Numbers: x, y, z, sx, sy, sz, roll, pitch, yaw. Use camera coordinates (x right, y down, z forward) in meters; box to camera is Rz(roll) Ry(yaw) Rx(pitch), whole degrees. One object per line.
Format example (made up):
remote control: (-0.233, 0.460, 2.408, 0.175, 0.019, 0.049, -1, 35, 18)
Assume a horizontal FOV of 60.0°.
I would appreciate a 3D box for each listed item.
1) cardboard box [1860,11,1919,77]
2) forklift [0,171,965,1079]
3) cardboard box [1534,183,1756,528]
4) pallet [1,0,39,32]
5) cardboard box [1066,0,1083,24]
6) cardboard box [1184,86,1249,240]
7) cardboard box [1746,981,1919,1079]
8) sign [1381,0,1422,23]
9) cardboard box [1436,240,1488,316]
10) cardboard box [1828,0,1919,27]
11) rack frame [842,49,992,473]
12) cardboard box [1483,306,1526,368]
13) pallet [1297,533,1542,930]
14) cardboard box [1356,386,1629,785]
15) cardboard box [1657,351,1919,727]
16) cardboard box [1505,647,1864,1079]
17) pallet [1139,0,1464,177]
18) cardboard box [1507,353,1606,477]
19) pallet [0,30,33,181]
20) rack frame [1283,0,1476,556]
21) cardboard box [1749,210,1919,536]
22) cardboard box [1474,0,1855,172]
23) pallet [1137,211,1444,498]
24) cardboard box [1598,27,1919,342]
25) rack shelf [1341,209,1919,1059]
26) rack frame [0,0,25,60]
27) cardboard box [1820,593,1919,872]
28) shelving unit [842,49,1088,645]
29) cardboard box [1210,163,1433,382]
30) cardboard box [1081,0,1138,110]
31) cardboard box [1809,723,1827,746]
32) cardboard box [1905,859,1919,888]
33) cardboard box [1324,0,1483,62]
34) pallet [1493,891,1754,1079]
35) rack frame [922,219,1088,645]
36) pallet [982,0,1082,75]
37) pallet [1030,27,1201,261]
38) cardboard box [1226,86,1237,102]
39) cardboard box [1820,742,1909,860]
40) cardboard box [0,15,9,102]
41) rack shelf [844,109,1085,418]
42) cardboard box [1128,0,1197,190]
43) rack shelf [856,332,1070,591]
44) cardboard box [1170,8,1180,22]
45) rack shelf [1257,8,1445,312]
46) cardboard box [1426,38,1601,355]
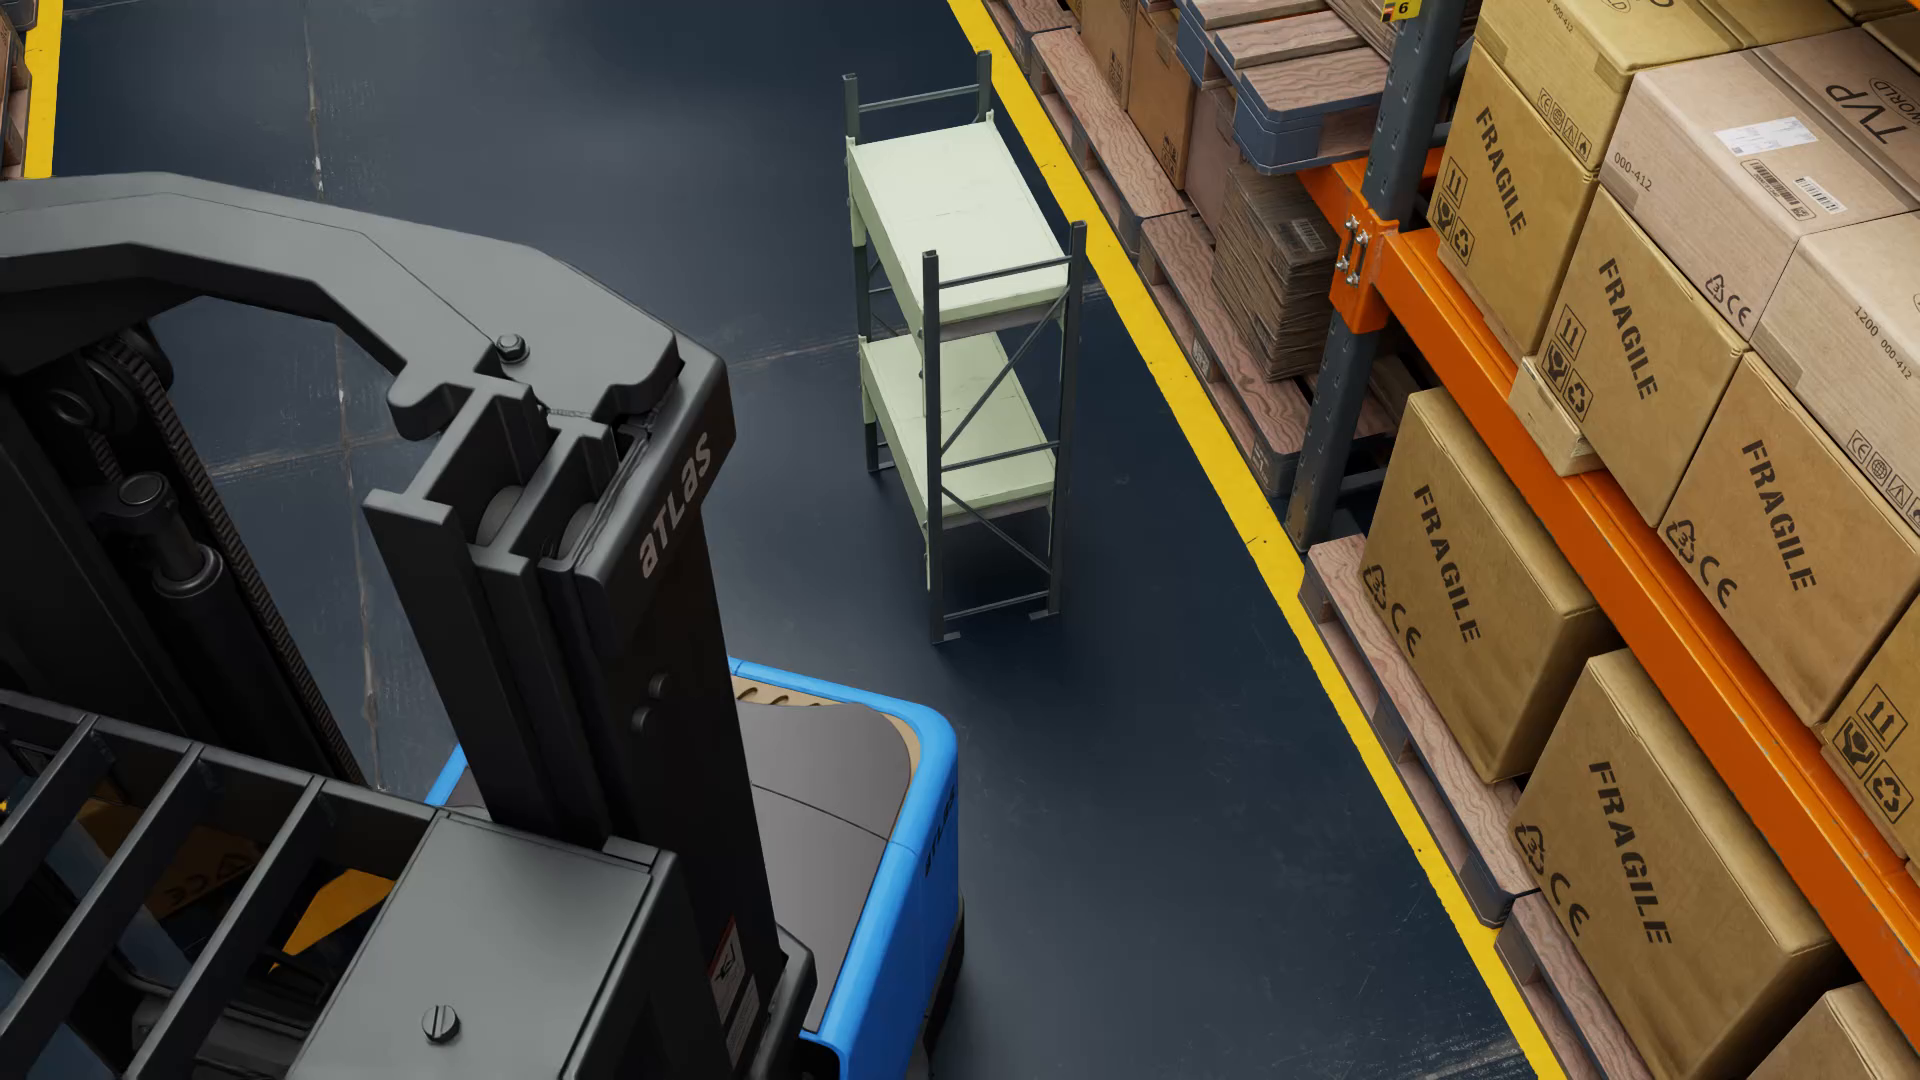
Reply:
cardboard box: (2.054, -0.802, 3.200, 0.500, 0.250, 0.500, -15, 51, -12)
forklift: (-0.898, 1.093, 2.412, 1.130, 2.935, 3.031, 13, 51, 11)
cardboard box: (1.568, -0.414, 3.364, 0.500, 0.500, 0.500, -12, 51, -10)
pallet: (-4.587, -2.567, 7.276, 1.003, 0.211, 1.213, -13, 51, -11)
cardboard box: (0.774, -2.435, 6.688, 0.700, 0.500, 0.500, -14, 51, -12)
cardboard box: (1.219, -1.330, 5.756, 0.700, 0.500, 0.500, -13, 51, -11)
cardboard box: (2.123, 1.308, 3.317, 0.750, 0.750, 0.750, -12, 51, -10)
sign: (1.007, -1.295, 3.674, 0.100, 0.325, 0.005, -13, 51, -11)
cardboard box: (1.399, -0.710, 4.038, 0.380, 0.149, 0.250, -14, 51, -12)
cardboard box: (1.904, -1.181, 3.520, 0.500, 0.250, 0.500, -12, 51, -10)
rack frame: (-0.110, -0.756, 4.906, 0.400, 1.500, 0.023, -13, 51, -11)
cardboard box: (1.465, -0.524, 3.881, 0.380, 0.149, 0.250, -13, 51, -10)
pallet: (1.684, 0.415, 4.762, 1.003, 0.211, 1.213, -13, 51, -11)
cardboard box: (1.615, 0.047, 4.380, 0.750, 0.750, 0.750, -14, 51, -11)
cardboard box: (1.713, -0.052, 3.059, 0.500, 0.500, 0.500, -14, 51, -11)
cardboard box: (1.868, 0.688, 3.839, 0.750, 0.750, 0.750, -14, 51, -11)
pallet: (1.210, -1.512, 4.688, 1.213, 0.211, 1.003, -13, 51, -11)
cardboard box: (1.463, -0.311, 3.701, 0.380, 0.149, 0.250, -12, 51, -10)
pallet: (-4.136, -1.448, 6.332, 1.003, 0.211, 1.213, -13, 51, -11)
rack frame: (1.523, -1.077, 4.196, 1.000, 3.000, 0.127, -13, 51, -11)
cardboard box: (1.722, -0.307, 2.783, 0.500, 0.250, 0.500, -13, 51, -11)
cardboard box: (1.419, -1.042, 3.403, 0.500, 0.250, 0.500, -12, 51, -10)
pallet: (1.293, -0.749, 5.744, 1.003, 0.211, 1.213, -13, 51, -11)
cardboard box: (1.570, -0.671, 3.090, 0.500, 0.250, 0.500, -14, 51, -11)
rack shelf: (2.114, 0.616, 3.240, 1.077, 0.370, 4.000, -13, 51, -11)
rack frame: (-4.391, -2.876, 5.712, 1.000, 3.000, 0.127, -13, 51, -11)
cardboard box: (1.875, 0.327, 2.740, 0.500, 0.500, 0.500, -12, 51, -10)
shelving unit: (-0.002, -0.488, 4.681, 0.431, 1.500, 0.755, -13, 51, -11)
cardboard box: (1.260, -0.927, 5.417, 0.700, 0.500, 0.500, -13, 51, -10)
cardboard box: (0.886, -2.053, 6.366, 0.700, 0.500, 0.500, -13, 51, -11)
cardboard box: (1.806, 0.224, 3.251, 0.380, 0.149, 0.250, -13, 51, -10)
cardboard box: (1.934, 0.602, 2.932, 0.380, 0.149, 0.250, -12, 51, -10)
cardboard box: (1.374, -1.592, 4.277, 0.700, 0.500, 0.500, -19, 52, -15)
pallet: (2.041, 1.304, 4.013, 1.003, 0.211, 1.213, -13, 51, -11)
rack frame: (0.106, -0.221, 4.455, 0.400, 1.500, 0.023, -13, 51, -11)
pallet: (0.571, -2.531, 7.246, 1.003, 0.211, 1.213, -13, 51, -11)
pallet: (0.936, -1.639, 6.494, 1.003, 0.211, 1.213, -13, 51, -11)
cardboard box: (1.151, -1.599, 5.493, 0.500, 0.250, 0.500, -12, 51, -10)
cardboard box: (1.863, 0.408, 3.095, 0.380, 0.149, 0.250, -13, 51, -11)
cardboard box: (-3.992, -1.888, 6.403, 0.500, 0.250, 0.500, -14, 51, -11)
rack shelf: (-0.002, -0.740, 4.382, 0.431, 0.370, 0.720, -13, 51, -11)
cardboard box: (1.045, -1.686, 6.057, 0.700, 0.500, 0.500, -14, 51, -11)
rack shelf: (-0.002, -0.278, 4.930, 0.431, 0.370, 0.720, -13, 51, -11)
cardboard box: (0.994, -1.974, 5.809, 0.500, 0.250, 0.500, -14, 51, -11)
rack shelf: (0.931, -2.306, 5.703, 1.077, 0.370, 4.000, -13, 51, -11)
cardboard box: (1.422, -0.799, 3.689, 0.500, 0.500, 0.500, -12, 51, -10)
